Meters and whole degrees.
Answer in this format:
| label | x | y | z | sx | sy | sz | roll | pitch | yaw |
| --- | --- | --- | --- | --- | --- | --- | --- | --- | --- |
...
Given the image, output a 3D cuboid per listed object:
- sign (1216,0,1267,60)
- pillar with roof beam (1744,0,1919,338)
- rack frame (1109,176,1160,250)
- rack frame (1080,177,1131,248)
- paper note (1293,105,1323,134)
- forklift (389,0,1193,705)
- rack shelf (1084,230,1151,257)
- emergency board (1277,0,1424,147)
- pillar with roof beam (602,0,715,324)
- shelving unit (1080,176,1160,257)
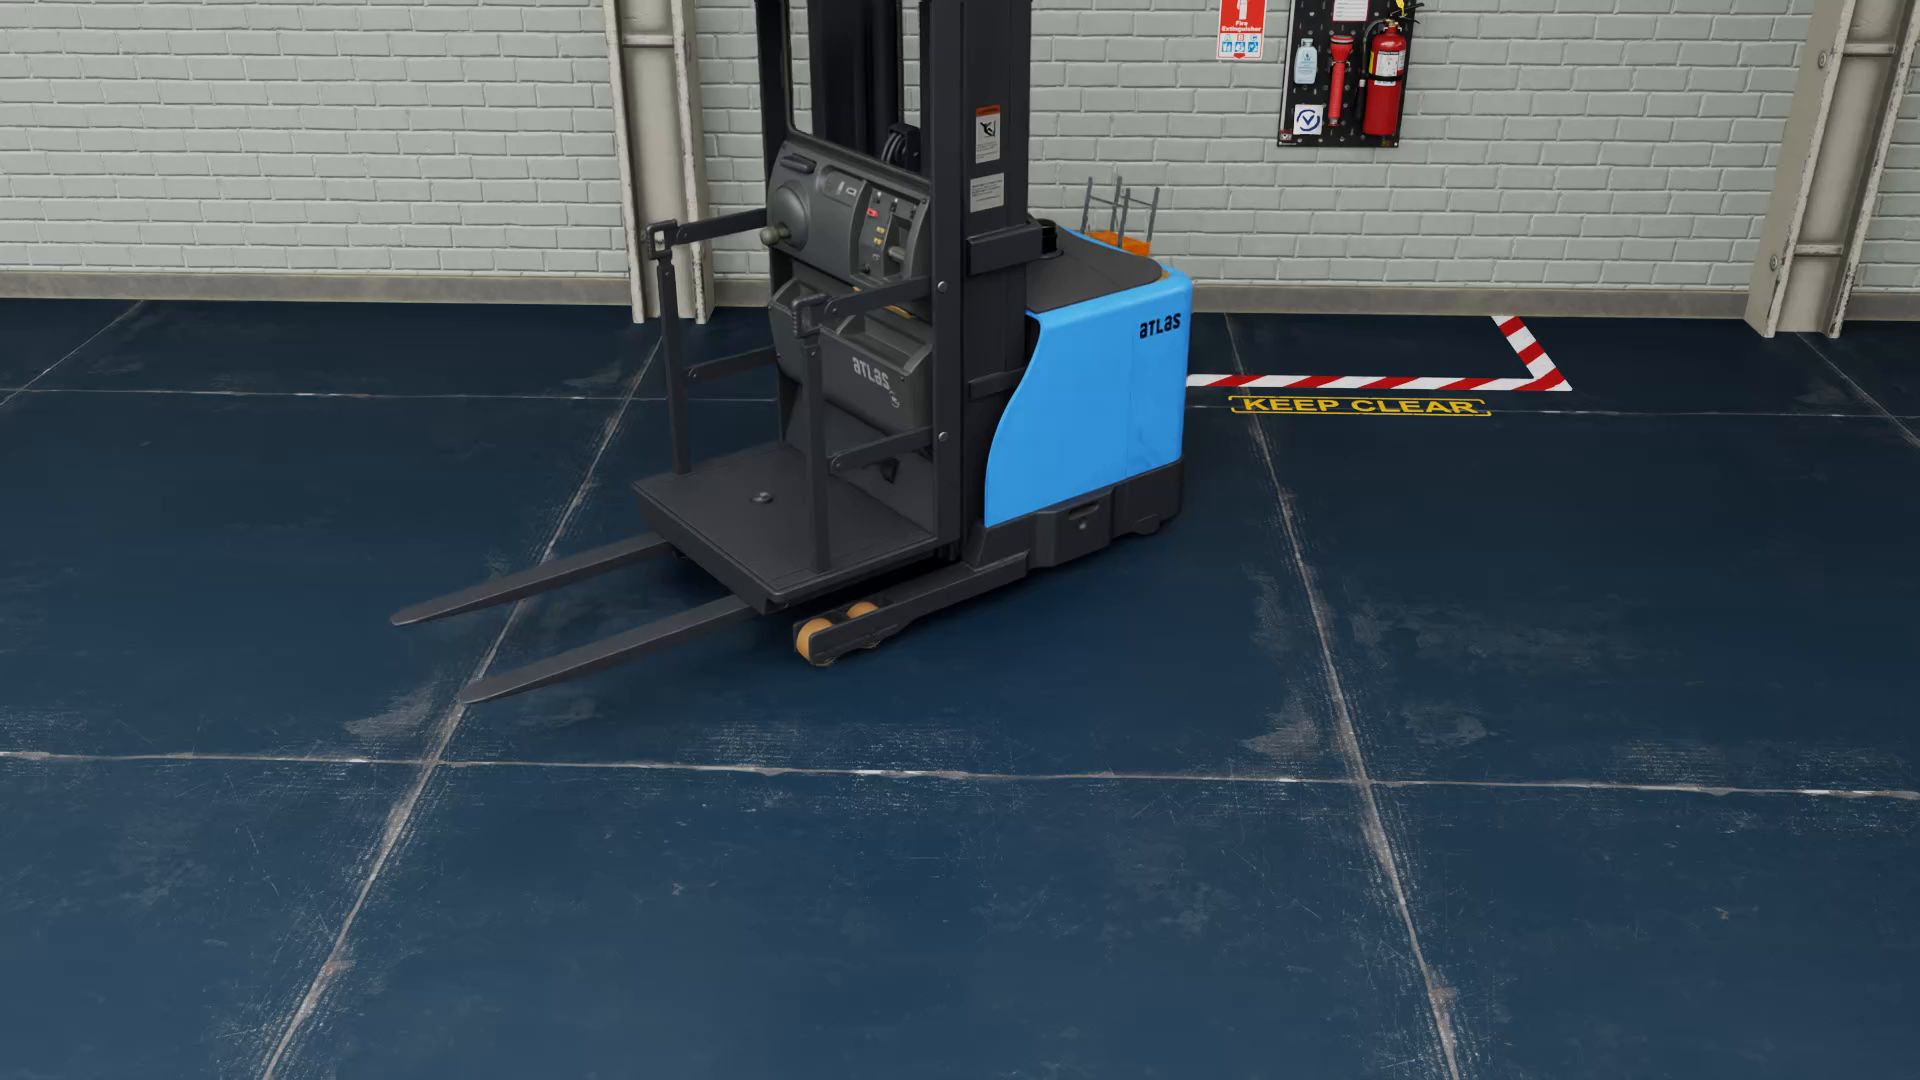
| label | x | y | z | sx | sy | sz | roll | pitch | yaw |
| --- | --- | --- | --- | --- | --- | --- | --- | --- | --- |
| sign | 1.423 | -2.596 | 8.406 | 0.234 | 0.329 | 0.001 | 1 | 28 | 2 |
| pillar with roof beam | 4.288 | -3.099 | 2.989 | 0.400 | 9.000 | 9.100 | 1 | 28 | 2 |
| rack frame | 0.689 | -0.978 | 7.330 | 0.006 | 1.200 | 0.240 | -12 | 29 | -41 |
| rack frame | 0.554 | -0.950 | 7.210 | 0.006 | 1.200 | 0.240 | -12 | 29 | -41 |
| paper note | 1.797 | -2.169 | 8.579 | 0.142 | 0.148 | 0.016 | 1 | 28 | 2 |
| forklift | -0.570 | -1.128 | 5.749 | 3.031 | 2.935 | 1.130 | -19 | 34 | -32 |
| rack shelf | 0.661 | -1.255 | 7.155 | 0.180 | 0.103 | 0.258 | -12 | 29 | -41 |
| emergency board | 1.972 | -2.523 | 8.306 | 0.643 | 1.169 | 0.194 | 1 | 28 | 2 |
| pillar with roof beam | -1.708 | -3.199 | 3.176 | 0.400 | 9.000 | 9.100 | 1 | 28 | 2 |
| shelving unit | 0.622 | -0.964 | 7.270 | 0.189 | 1.200 | 0.258 | -12 | 29 | -41 |
